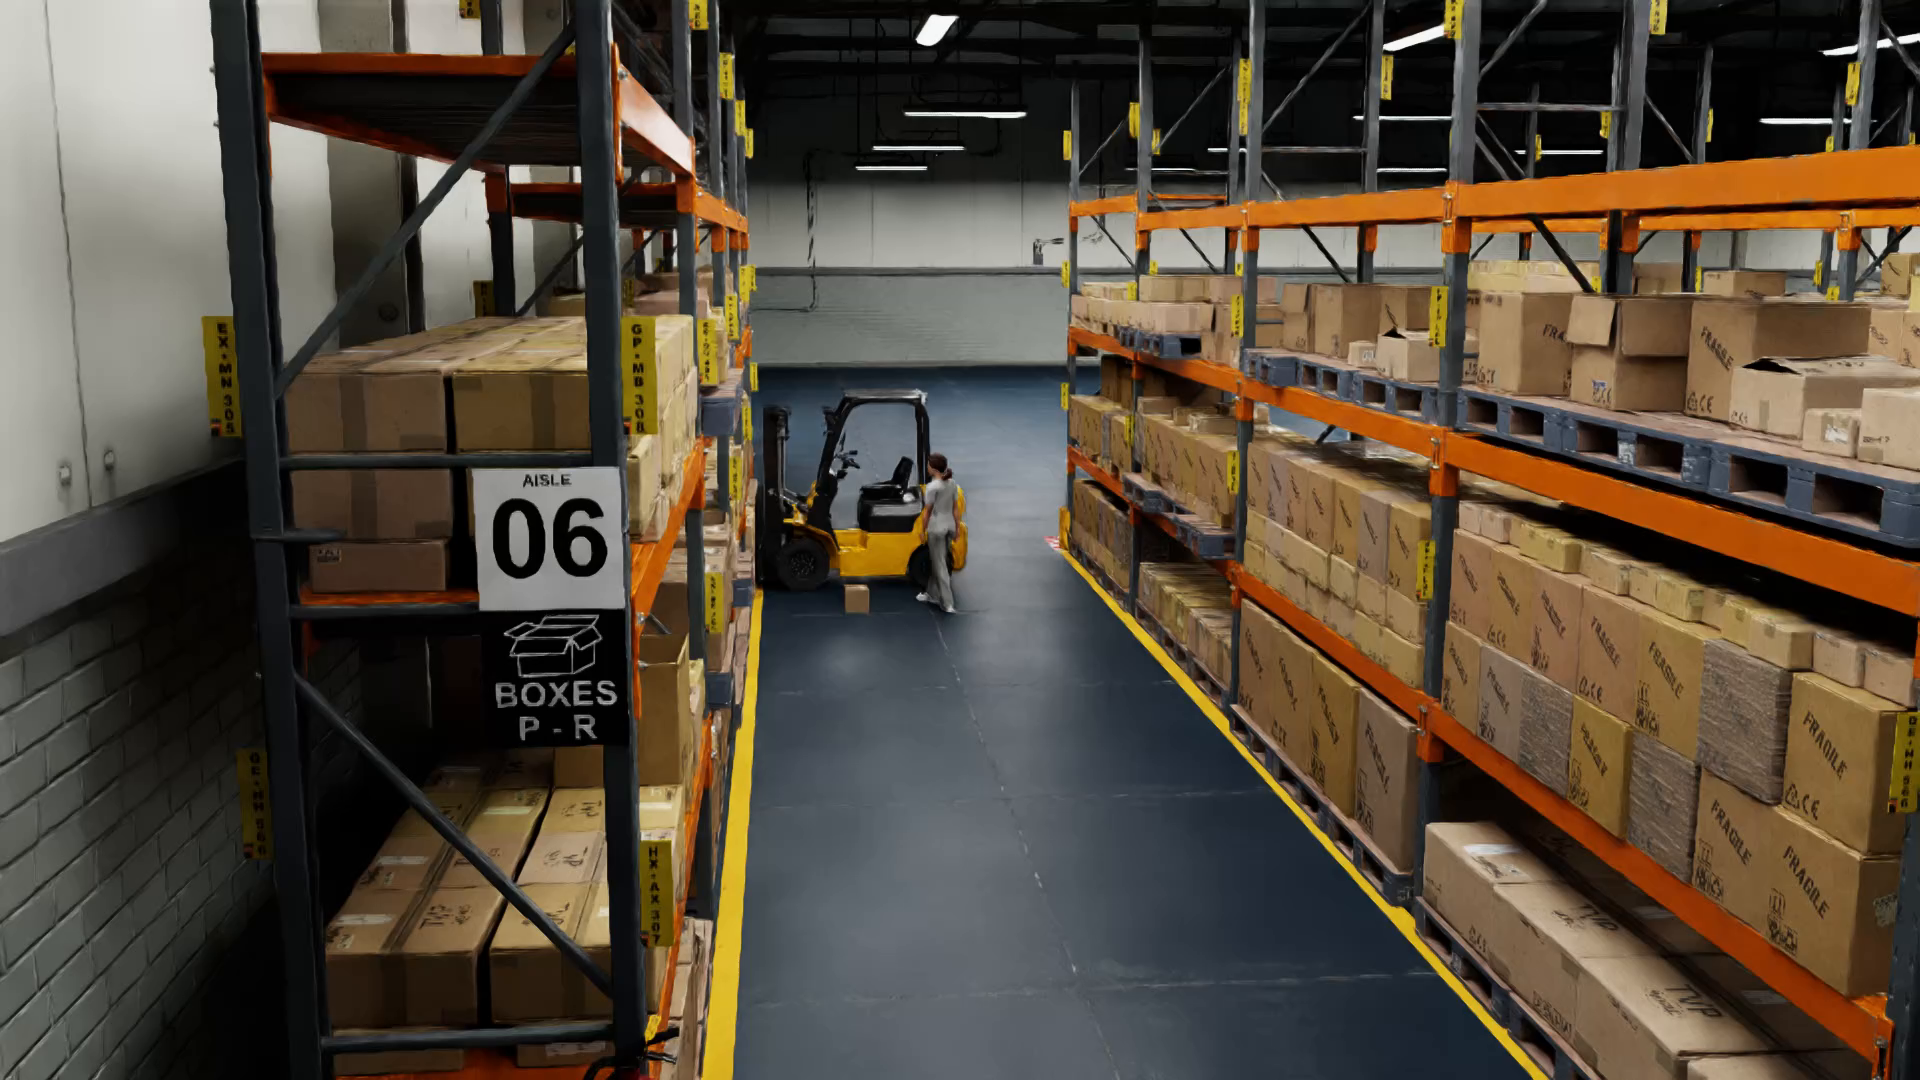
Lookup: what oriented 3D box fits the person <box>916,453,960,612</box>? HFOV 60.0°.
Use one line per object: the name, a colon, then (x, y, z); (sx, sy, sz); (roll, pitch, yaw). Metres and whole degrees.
person: (-0.312, -0.101, 17.457); (0.647, 1.669, 0.463); (10, 14, 43)
